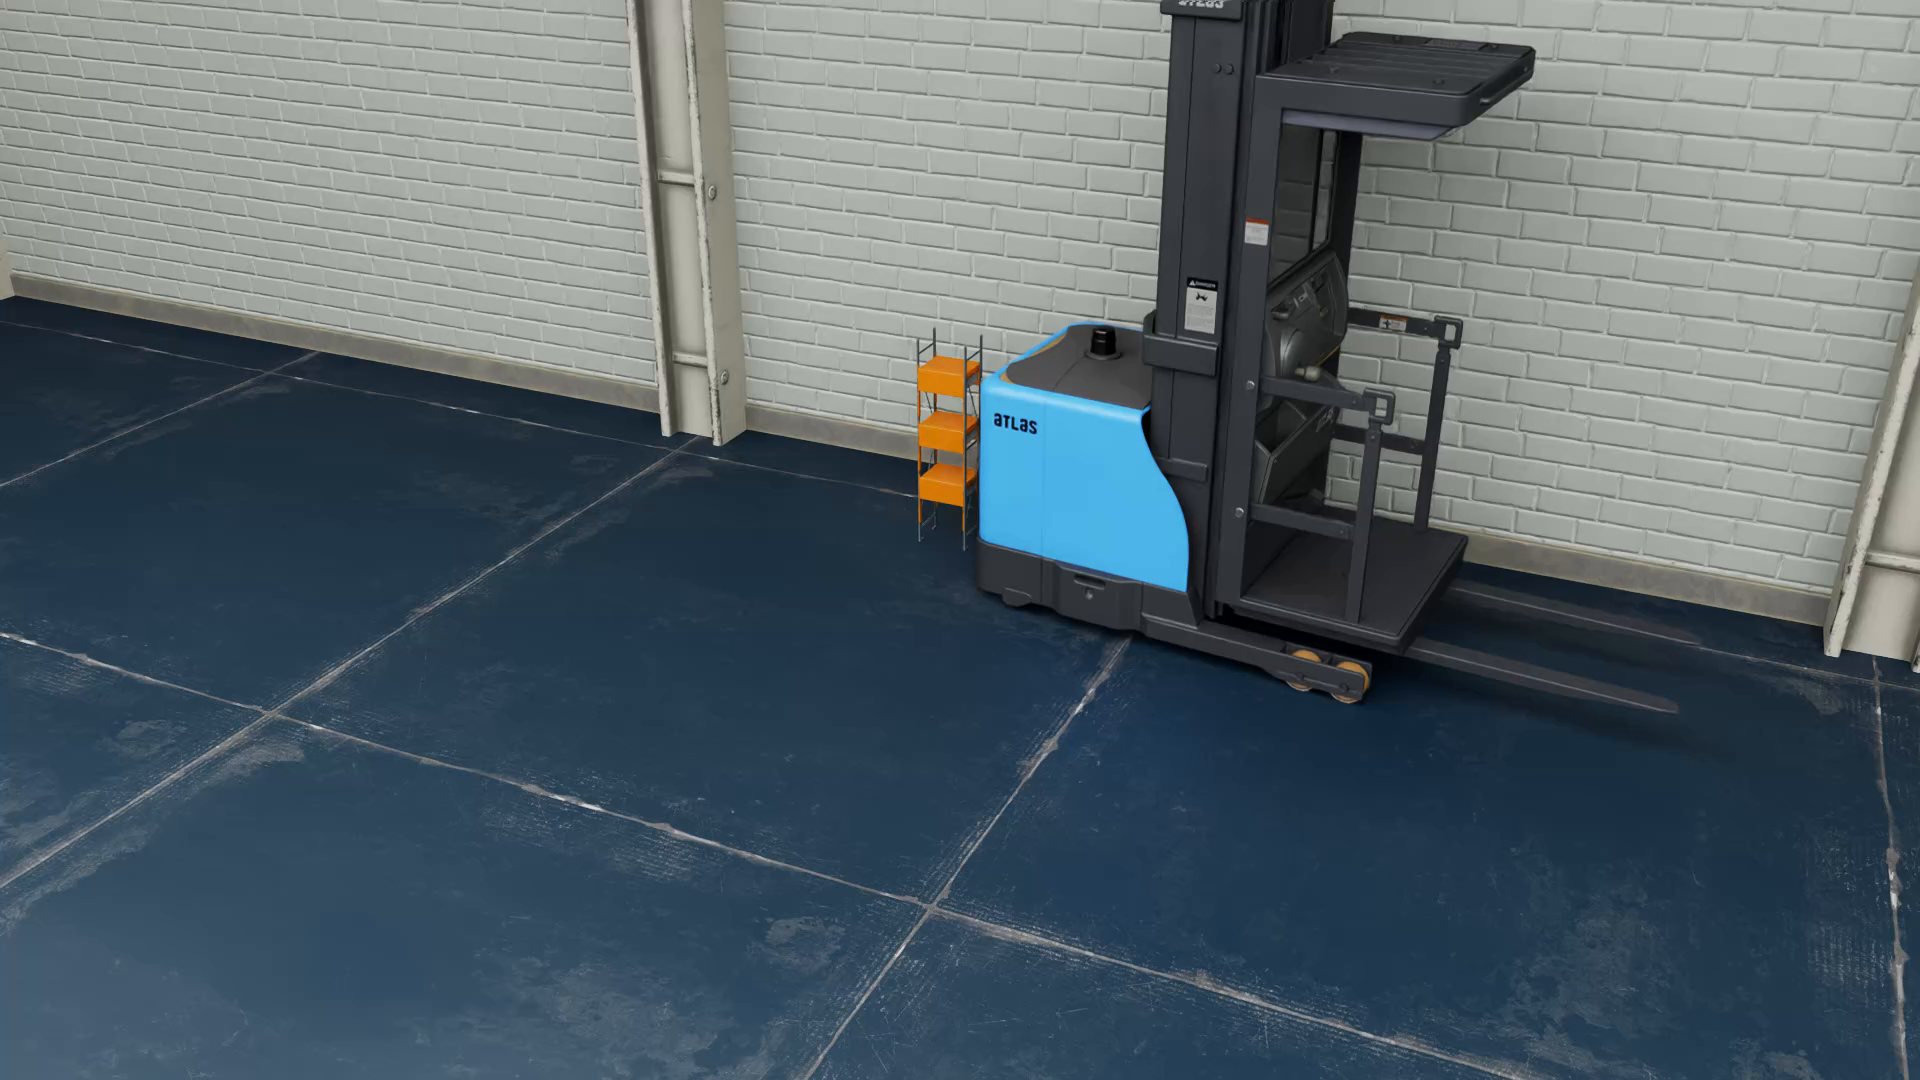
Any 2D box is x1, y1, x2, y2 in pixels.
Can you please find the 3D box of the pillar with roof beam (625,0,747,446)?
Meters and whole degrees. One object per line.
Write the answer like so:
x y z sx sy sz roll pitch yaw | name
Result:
-3.238 -2.930 4.013 0.400 9.000 9.100 11 28 22 | pillar with roof beam

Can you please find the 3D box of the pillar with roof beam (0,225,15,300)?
-8.700 -4.027 6.241 0.400 9.000 9.100 11 28 22 | pillar with roof beam

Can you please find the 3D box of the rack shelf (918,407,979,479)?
-0.049 -0.471 8.043 0.240 0.259 0.215 11 28 22 | rack shelf

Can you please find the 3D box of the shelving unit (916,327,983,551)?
-0.049 -0.481 8.038 0.252 1.050 0.215 11 28 22 | shelving unit

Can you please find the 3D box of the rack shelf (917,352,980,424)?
-0.049 -0.726 7.917 0.240 0.259 0.215 11 28 22 | rack shelf

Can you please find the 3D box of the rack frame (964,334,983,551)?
0.062 -0.458 7.993 0.008 1.050 0.200 11 28 22 | rack frame

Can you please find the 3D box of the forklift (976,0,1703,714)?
1.610 -0.909 6.778 3.031 2.935 1.130 14 30 26 | forklift

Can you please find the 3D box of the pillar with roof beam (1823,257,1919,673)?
2.224 -1.833 1.784 0.400 9.000 9.100 11 28 22 | pillar with roof beam

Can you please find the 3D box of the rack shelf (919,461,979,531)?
-0.049 -0.222 8.165 0.240 0.259 0.215 11 28 22 | rack shelf

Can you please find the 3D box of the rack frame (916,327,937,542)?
-0.160 -0.503 8.083 0.008 1.050 0.200 11 28 22 | rack frame
